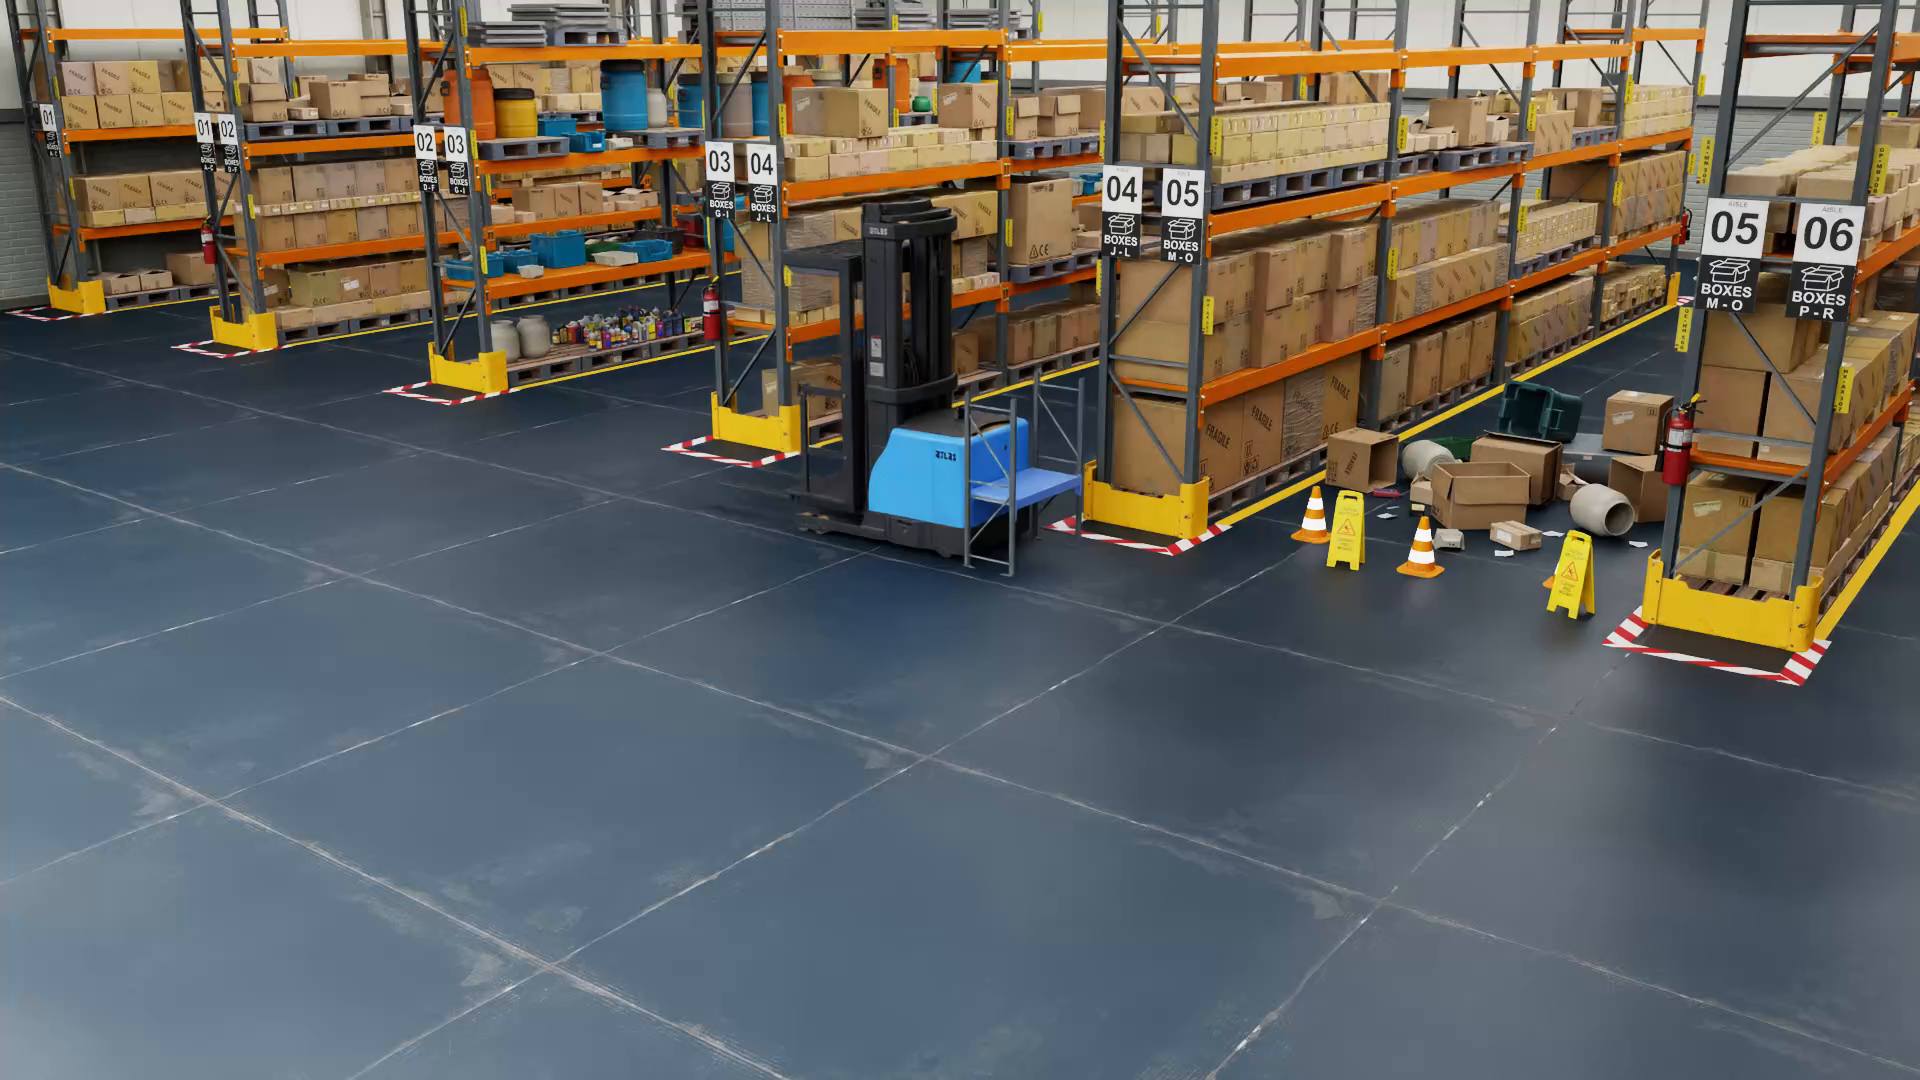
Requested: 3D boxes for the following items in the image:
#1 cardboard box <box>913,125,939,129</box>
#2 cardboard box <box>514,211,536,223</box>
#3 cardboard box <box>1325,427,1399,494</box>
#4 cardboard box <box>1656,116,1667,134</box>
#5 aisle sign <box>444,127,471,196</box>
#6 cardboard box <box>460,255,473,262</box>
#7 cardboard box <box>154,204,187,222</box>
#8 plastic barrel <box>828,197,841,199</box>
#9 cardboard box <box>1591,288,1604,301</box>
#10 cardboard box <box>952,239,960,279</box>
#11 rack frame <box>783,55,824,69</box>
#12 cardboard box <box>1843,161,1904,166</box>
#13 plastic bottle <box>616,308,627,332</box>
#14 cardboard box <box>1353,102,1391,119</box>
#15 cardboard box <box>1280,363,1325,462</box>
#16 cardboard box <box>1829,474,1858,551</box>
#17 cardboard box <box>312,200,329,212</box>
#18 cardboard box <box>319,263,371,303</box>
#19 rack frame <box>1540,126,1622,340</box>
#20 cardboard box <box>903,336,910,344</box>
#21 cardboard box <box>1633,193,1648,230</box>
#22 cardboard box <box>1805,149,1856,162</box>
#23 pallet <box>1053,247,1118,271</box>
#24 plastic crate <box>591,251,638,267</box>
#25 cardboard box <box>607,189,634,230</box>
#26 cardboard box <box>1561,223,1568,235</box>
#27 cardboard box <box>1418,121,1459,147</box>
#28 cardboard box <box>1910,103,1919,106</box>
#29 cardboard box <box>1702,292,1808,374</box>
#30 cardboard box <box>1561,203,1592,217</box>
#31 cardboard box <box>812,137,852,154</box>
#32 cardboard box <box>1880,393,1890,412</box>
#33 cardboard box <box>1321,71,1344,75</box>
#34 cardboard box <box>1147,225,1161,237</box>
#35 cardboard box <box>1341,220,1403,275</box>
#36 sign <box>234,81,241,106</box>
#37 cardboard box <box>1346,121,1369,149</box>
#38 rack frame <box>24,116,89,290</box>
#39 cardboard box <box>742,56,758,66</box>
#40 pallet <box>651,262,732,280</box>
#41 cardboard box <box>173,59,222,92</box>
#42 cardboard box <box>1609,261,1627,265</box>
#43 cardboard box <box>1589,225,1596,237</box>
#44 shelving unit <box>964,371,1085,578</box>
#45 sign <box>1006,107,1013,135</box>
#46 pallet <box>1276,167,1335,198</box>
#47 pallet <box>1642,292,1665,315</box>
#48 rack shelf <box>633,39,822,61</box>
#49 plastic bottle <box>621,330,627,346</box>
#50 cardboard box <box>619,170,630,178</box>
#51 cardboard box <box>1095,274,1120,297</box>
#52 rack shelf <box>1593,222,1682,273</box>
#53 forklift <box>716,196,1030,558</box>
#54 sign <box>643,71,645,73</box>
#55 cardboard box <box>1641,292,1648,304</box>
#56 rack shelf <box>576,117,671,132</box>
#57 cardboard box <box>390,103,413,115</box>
[{"bbox_3d":[-0.391,-4.888,19.950,0.380,0.149,0.250,11,20,32],"label":"cardboard box"},{"bbox_3d":[-7.108,-5.242,26.989,0.380,0.149,0.250,12,21,35],"label":"cardboard box"},{"bbox_3d":[3.976,-0.791,16.444,0.500,0.500,0.500,-16,23,-41],"label":"cardboard box"},{"bbox_3d":[10.263,-6.230,24.943,0.500,0.250,0.500,14,22,37],"label":"cardboard box"},{"bbox_3d":[-6.015,-4.530,19.891,0.394,0.787,0.004,12,21,35],"label":"aisle sign"},{"bbox_3d":[-7.789,-4.489,27.124,0.500,0.311,0.500,12,21,35],"label":"cardboard box"},{"bbox_3d":[-13.012,-5.353,27.143,0.500,0.250,0.500,12,21,34],"label":"cardboard box"},{"bbox_3d":[-1.882,-5.034,25.707,0.421,0.512,0.421,0,17,0],"label":"plastic barrel"},{"bbox_3d":[9.215,-3.609,24.403,0.380,0.149,0.250,13,22,37],"label":"cardboard box"},{"bbox_3d":[-0.490,-3.416,20.016,0.875,0.500,0.500,12,21,35],"label":"cardboard box"},{"bbox_3d":[-3.033,-9.957,31.634,1.000,3.000,0.127,12,21,35],"label":"rack frame"},{"bbox_3d":[7.037,-2.830,12.821,0.380,0.149,0.250,13,21,36],"label":"cardboard box"},{"bbox_3d":[-4.751,-3.092,23.367,0.144,0.351,0.185,11,21,32],"label":"plastic bottle"},{"bbox_3d":[4.115,-4.333,16.783,0.380,0.149,0.250,12,21,34],"label":"cardboard box"},{"bbox_3d":[3.112,-1.368,16.965,0.875,0.875,0.875,13,21,35],"label":"cardboard box"},{"bbox_3d":[6.754,-0.251,13.159,0.500,0.500,0.500,11,21,33],"label":"cardboard box"},{"bbox_3d":[-9.319,-4.829,23.974,0.380,0.149,0.250,12,21,34],"label":"cardboard box"},{"bbox_3d":[-9.101,-3.809,24.615,0.500,0.500,0.500,12,21,35],"label":"cardboard box"},{"bbox_3d":[8.844,-4.440,23.984,1.000,3.000,0.127,12,21,35],"label":"rack frame"},{"bbox_3d":[-0.452,-2.216,20.329,0.500,0.500,0.500,-12,21,-33],"label":"cardboard box"},{"bbox_3d":[9.959,-4.936,24.911,0.500,0.500,0.500,12,21,34],"label":"cardboard box"},{"bbox_3d":[7.367,-3.232,14.114,0.380,0.149,0.250,12,21,33],"label":"cardboard box"},{"bbox_3d":[1.390,-3.818,22.303,1.003,0.211,1.213,12,21,35],"label":"pallet"},{"bbox_3d":[-4.588,-3.753,22.216,0.530,0.136,0.437,12,21,35],"label":"plastic crate"},{"bbox_3d":[-7.297,-6.963,35.024,0.750,0.750,0.750,13,21,35],"label":"cardboard box"},{"bbox_3d":[7.983,-4.219,22.484,0.380,0.149,0.250,13,21,35],"label":"cardboard box"},{"bbox_3d":[5.362,-4.560,18.661,0.396,0.266,0.258,12,21,35],"label":"cardboard box"},{"bbox_3d":[10.933,-4.587,18.523,0.700,0.500,0.500,11,20,32],"label":"cardboard box"},{"bbox_3d":[5.858,-1.559,12.350,0.700,0.500,0.500,12,21,33],"label":"cardboard box"},{"bbox_3d":[8.602,-4.611,23.245,0.380,0.149,0.250,12,21,33],"label":"cardboard box"},{"bbox_3d":[-1.377,-4.237,17.854,0.380,0.149,0.250,13,22,37],"label":"cardboard box"},{"bbox_3d":[7.563,-1.191,13.945,0.380,0.149,0.250,12,21,34],"label":"cardboard box"},{"bbox_3d":[6.092,-7.901,27.760,0.500,0.250,0.500,12,21,33],"label":"cardboard box"},{"bbox_3d":[3.045,-4.503,24.019,0.500,0.500,0.500,13,22,36],"label":"cardboard box"},{"bbox_3d":[4.368,-3.179,18.069,0.700,0.500,0.500,12,21,34],"label":"cardboard box"},{"bbox_3d":[-9.741,-6.022,22.414,0.100,0.325,0.005,12,21,35],"label":"sign"},{"bbox_3d":[3.688,-4.003,16.393,0.500,0.250,0.500,12,21,34],"label":"cardboard box"},{"bbox_3d":[-14.164,-5.108,26.136,1.000,3.000,0.127,12,21,35],"label":"rack frame"},{"bbox_3d":[-4.847,-10.664,37.080,0.500,0.500,0.500,12,21,35],"label":"cardboard box"},{"bbox_3d":[-4.941,-4.979,30.421,1.003,0.211,1.213,12,21,35],"label":"pallet"},{"bbox_3d":[-12.482,-7.603,27.222,0.500,0.500,0.500,12,21,33],"label":"cardboard box"},{"bbox_3d":[10.642,-4.451,27.116,0.380,0.149,0.250,11,21,32],"label":"cardboard box"},{"bbox_3d":[8.766,-4.391,23.542,0.380,0.149,0.250,12,21,33],"label":"cardboard box"},{"bbox_3d":[0.547,-0.574,14.063,0.538,1.500,1.048,12,21,35],"label":"shelving unit"},{"bbox_3d":[0.594,-5.021,19.924,0.100,0.325,0.005,12,21,35],"label":"sign"},{"bbox_3d":[2.854,-3.443,15.863,1.003,0.211,1.213,12,21,35],"label":"pallet"},{"bbox_3d":[10.669,-3.856,26.804,1.003,0.211,1.213,12,21,35],"label":"pallet"},{"bbox_3d":[-4.225,-8.946,30.266,1.077,0.370,4.000,12,21,35],"label":"rack shelf"},{"bbox_3d":[-4.554,-2.737,22.477,0.097,0.201,0.097,0,17,0],"label":"plastic bottle"},{"bbox_3d":[-7.119,-7.661,34.747,0.380,0.149,0.250,13,21,36],"label":"cardboard box"},{"bbox_3d":[2.162,-3.598,23.479,0.500,0.250,0.500,13,22,37],"label":"cardboard box"},{"bbox_3d":[10.035,-4.573,25.625,1.077,0.370,4.000,12,21,35],"label":"rack shelf"},{"bbox_3d":[-0.884,-1.566,14.844,3.031,2.935,1.130,12,21,33],"label":"forklift"},{"bbox_3d":[-6.572,-9.703,34.470,0.100,0.325,0.005,12,21,35],"label":"sign"},{"bbox_3d":[10.544,-3.810,26.054,0.380,0.149,0.250,11,21,32],"label":"cardboard box"},{"bbox_3d":[-6.608,-6.752,27.584,1.077,0.370,4.000,12,21,35],"label":"rack shelf"},{"bbox_3d":[-8.299,-6.431,24.817,0.380,0.149,0.250,12,21,35],"label":"cardboard box"}]
